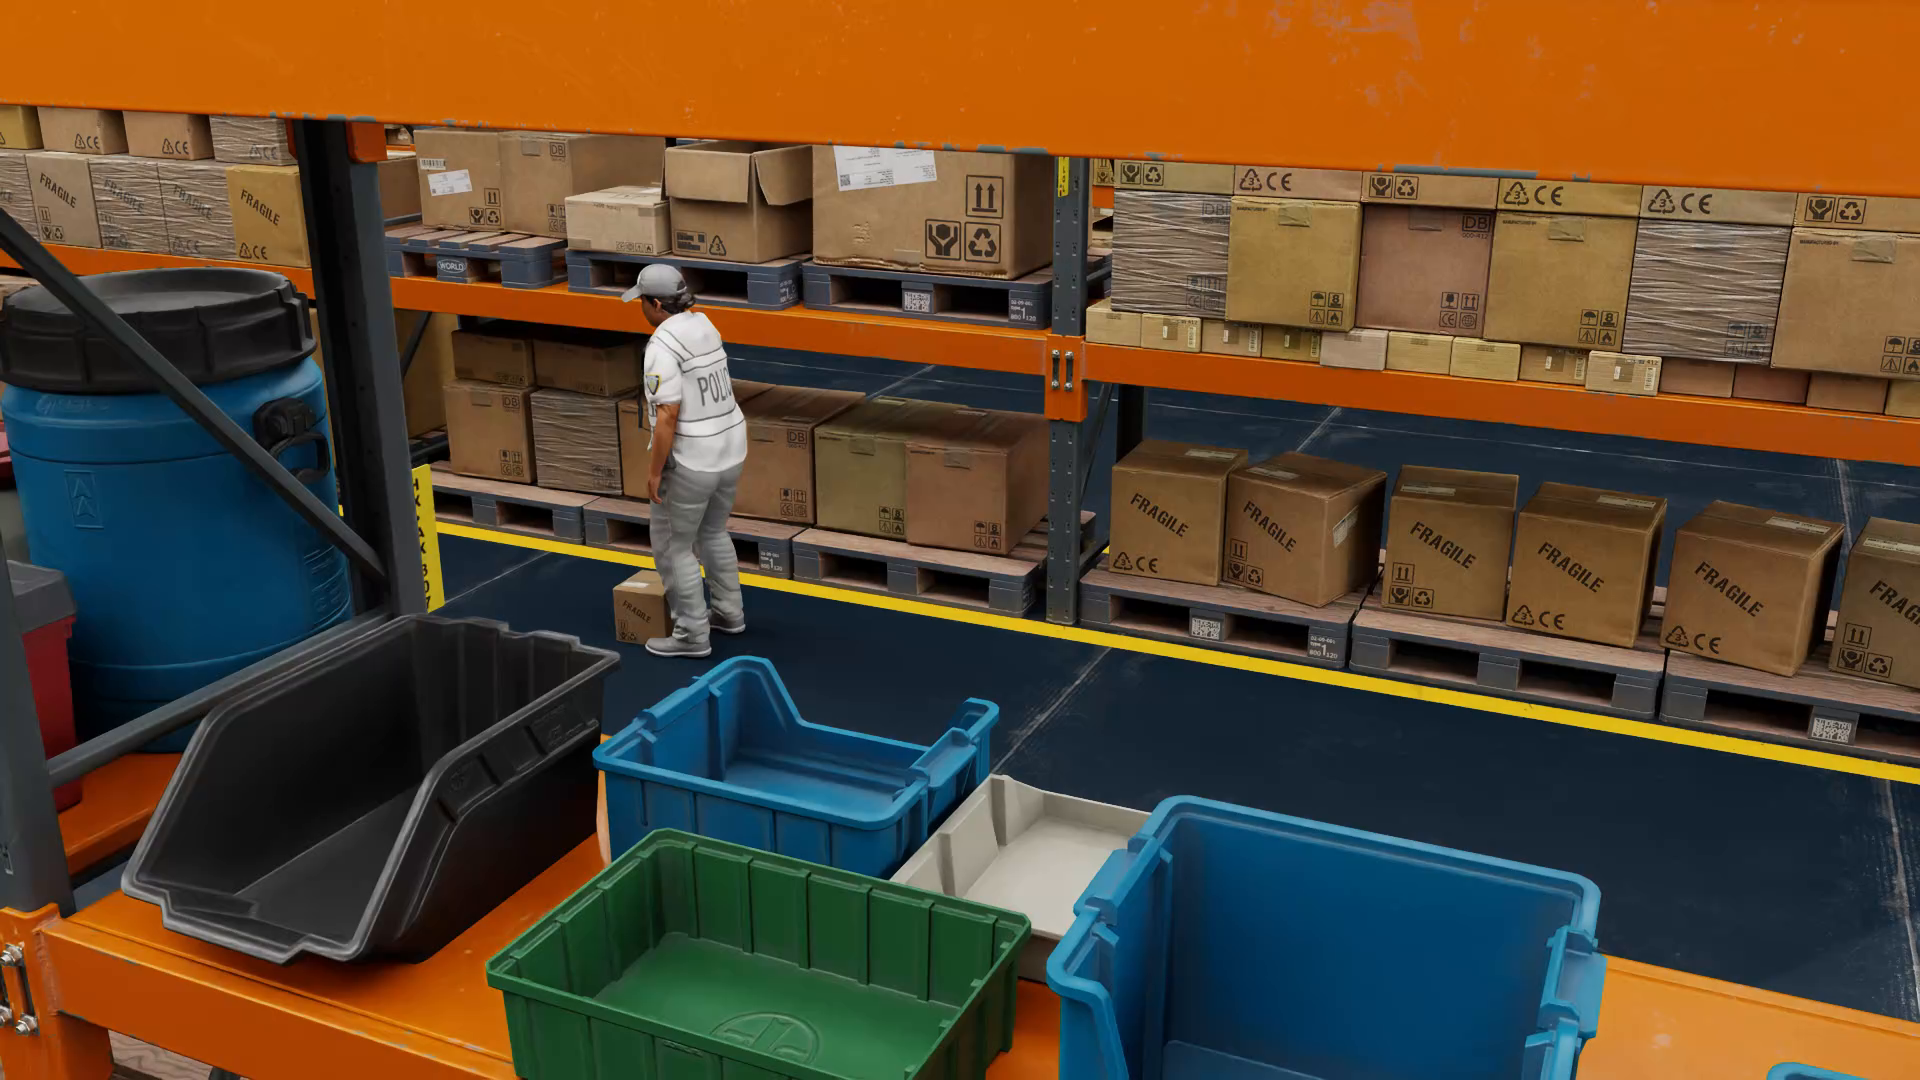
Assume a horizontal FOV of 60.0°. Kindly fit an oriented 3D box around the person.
[{"bbox_3d":[-1.148,-0.338,7.027,0.466,1.667,0.540,8,21,23],"label":"person"}]
